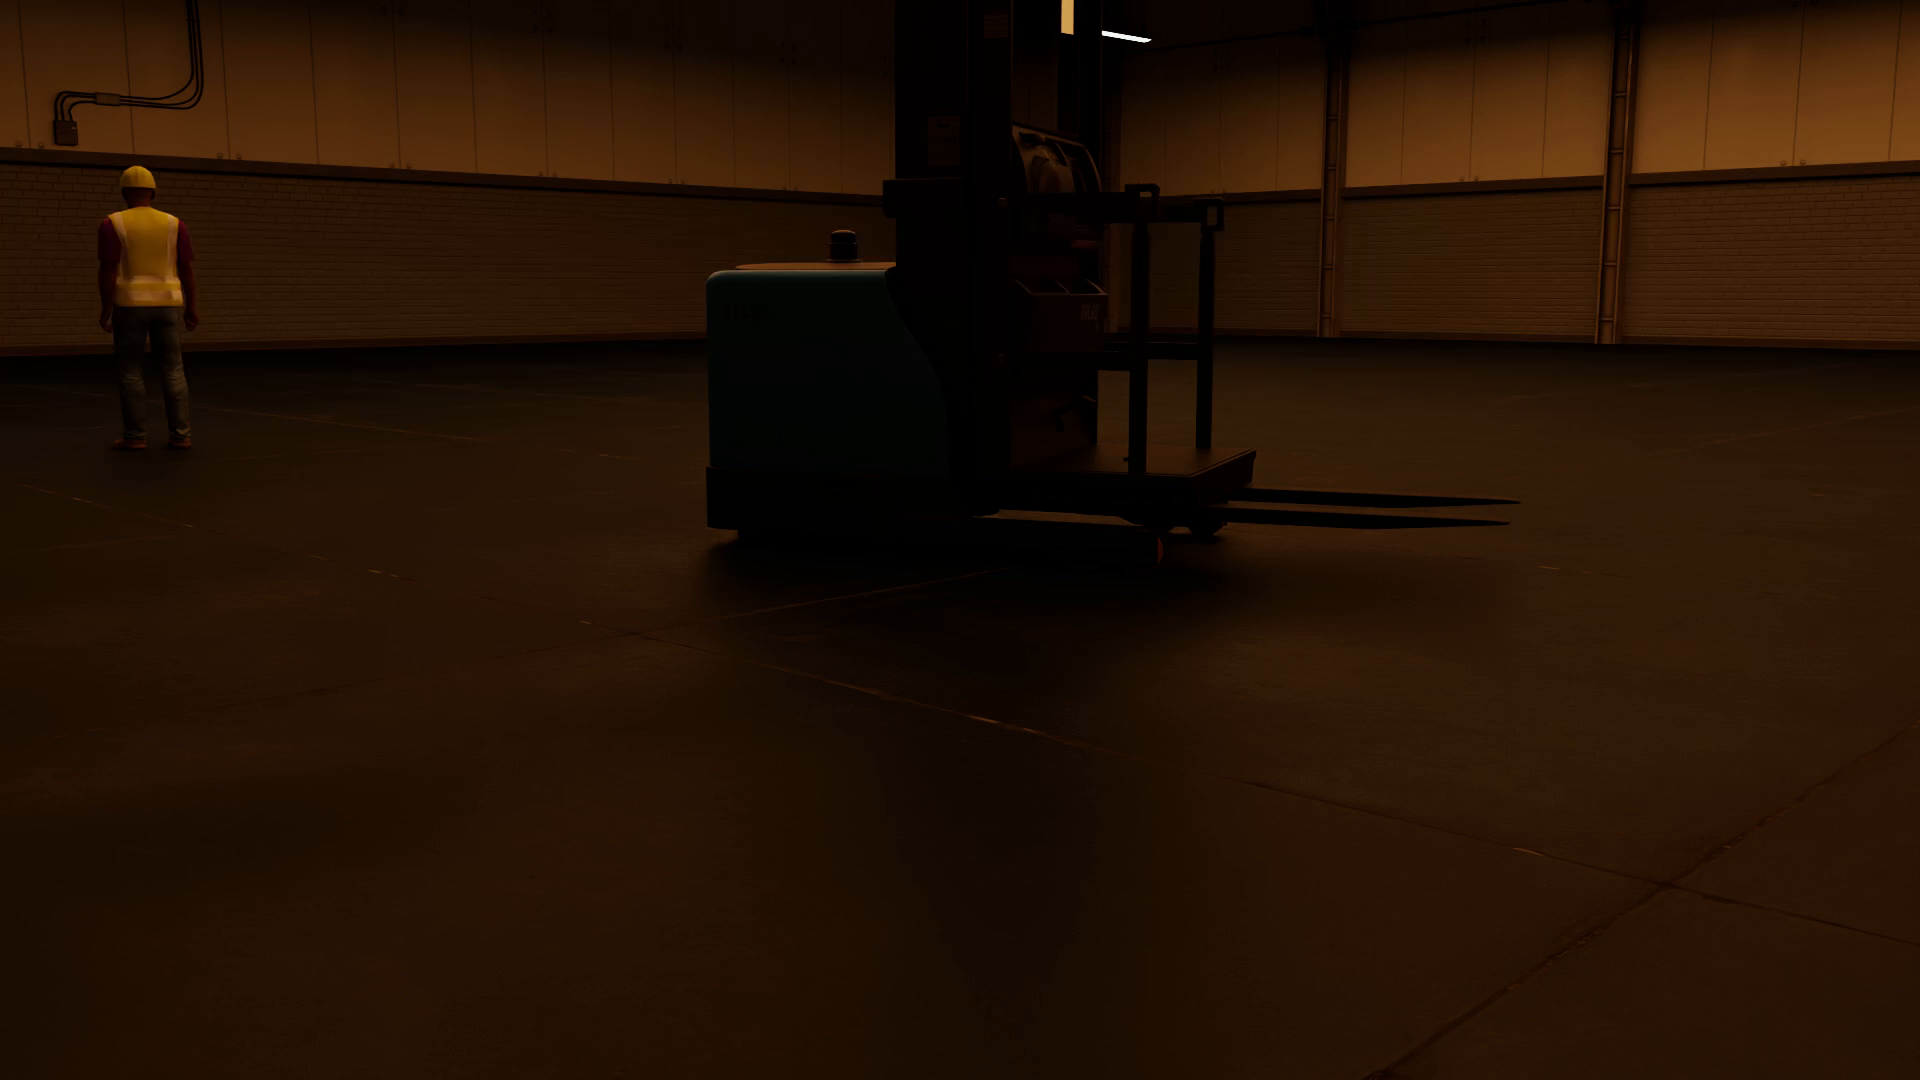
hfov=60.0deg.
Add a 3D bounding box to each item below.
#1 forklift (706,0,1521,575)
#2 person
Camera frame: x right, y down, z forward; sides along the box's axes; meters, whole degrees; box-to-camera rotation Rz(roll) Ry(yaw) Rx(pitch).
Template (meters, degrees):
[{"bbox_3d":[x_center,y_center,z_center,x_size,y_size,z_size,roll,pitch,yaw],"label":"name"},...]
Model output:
[{"bbox_3d":[0.565,-1.416,6.275,3.031,2.935,1.130,3,9,22],"label":"forklift"},{"bbox_3d":[-5.146,-1.465,10.526,0.591,1.769,0.388,-7,11,-41],"label":"person"}]
